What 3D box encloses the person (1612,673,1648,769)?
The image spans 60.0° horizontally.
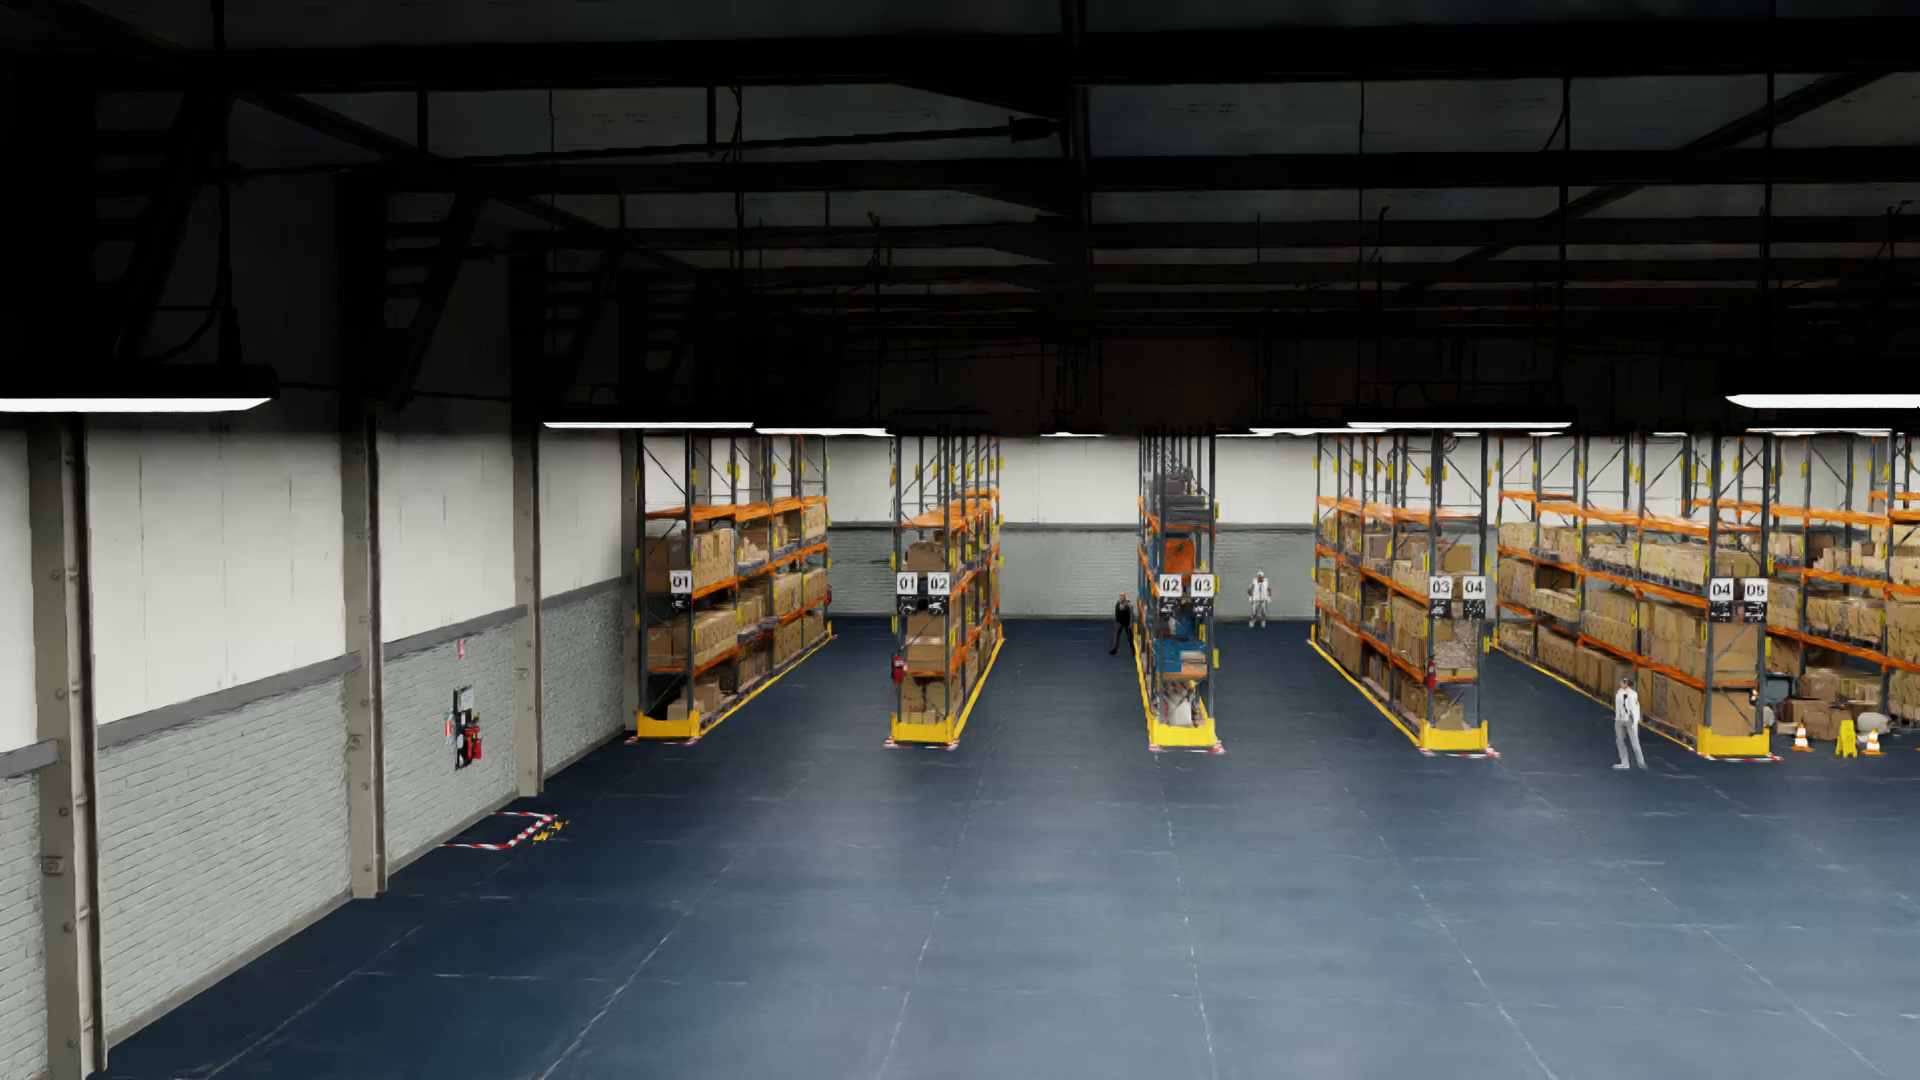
[{"bbox_3d":[11.619,3.143,28.833,0.516,1.665,0.569,-1,4,-22],"label":"person"}]

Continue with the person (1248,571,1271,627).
[{"bbox_3d":[9.098,1.792,50.504,0.702,1.735,0.537,0,3,3],"label":"person"}]

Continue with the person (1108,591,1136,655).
[{"bbox_3d":[4.343,2.201,44.203,0.582,1.673,0.951,2,4,29],"label":"person"}]
